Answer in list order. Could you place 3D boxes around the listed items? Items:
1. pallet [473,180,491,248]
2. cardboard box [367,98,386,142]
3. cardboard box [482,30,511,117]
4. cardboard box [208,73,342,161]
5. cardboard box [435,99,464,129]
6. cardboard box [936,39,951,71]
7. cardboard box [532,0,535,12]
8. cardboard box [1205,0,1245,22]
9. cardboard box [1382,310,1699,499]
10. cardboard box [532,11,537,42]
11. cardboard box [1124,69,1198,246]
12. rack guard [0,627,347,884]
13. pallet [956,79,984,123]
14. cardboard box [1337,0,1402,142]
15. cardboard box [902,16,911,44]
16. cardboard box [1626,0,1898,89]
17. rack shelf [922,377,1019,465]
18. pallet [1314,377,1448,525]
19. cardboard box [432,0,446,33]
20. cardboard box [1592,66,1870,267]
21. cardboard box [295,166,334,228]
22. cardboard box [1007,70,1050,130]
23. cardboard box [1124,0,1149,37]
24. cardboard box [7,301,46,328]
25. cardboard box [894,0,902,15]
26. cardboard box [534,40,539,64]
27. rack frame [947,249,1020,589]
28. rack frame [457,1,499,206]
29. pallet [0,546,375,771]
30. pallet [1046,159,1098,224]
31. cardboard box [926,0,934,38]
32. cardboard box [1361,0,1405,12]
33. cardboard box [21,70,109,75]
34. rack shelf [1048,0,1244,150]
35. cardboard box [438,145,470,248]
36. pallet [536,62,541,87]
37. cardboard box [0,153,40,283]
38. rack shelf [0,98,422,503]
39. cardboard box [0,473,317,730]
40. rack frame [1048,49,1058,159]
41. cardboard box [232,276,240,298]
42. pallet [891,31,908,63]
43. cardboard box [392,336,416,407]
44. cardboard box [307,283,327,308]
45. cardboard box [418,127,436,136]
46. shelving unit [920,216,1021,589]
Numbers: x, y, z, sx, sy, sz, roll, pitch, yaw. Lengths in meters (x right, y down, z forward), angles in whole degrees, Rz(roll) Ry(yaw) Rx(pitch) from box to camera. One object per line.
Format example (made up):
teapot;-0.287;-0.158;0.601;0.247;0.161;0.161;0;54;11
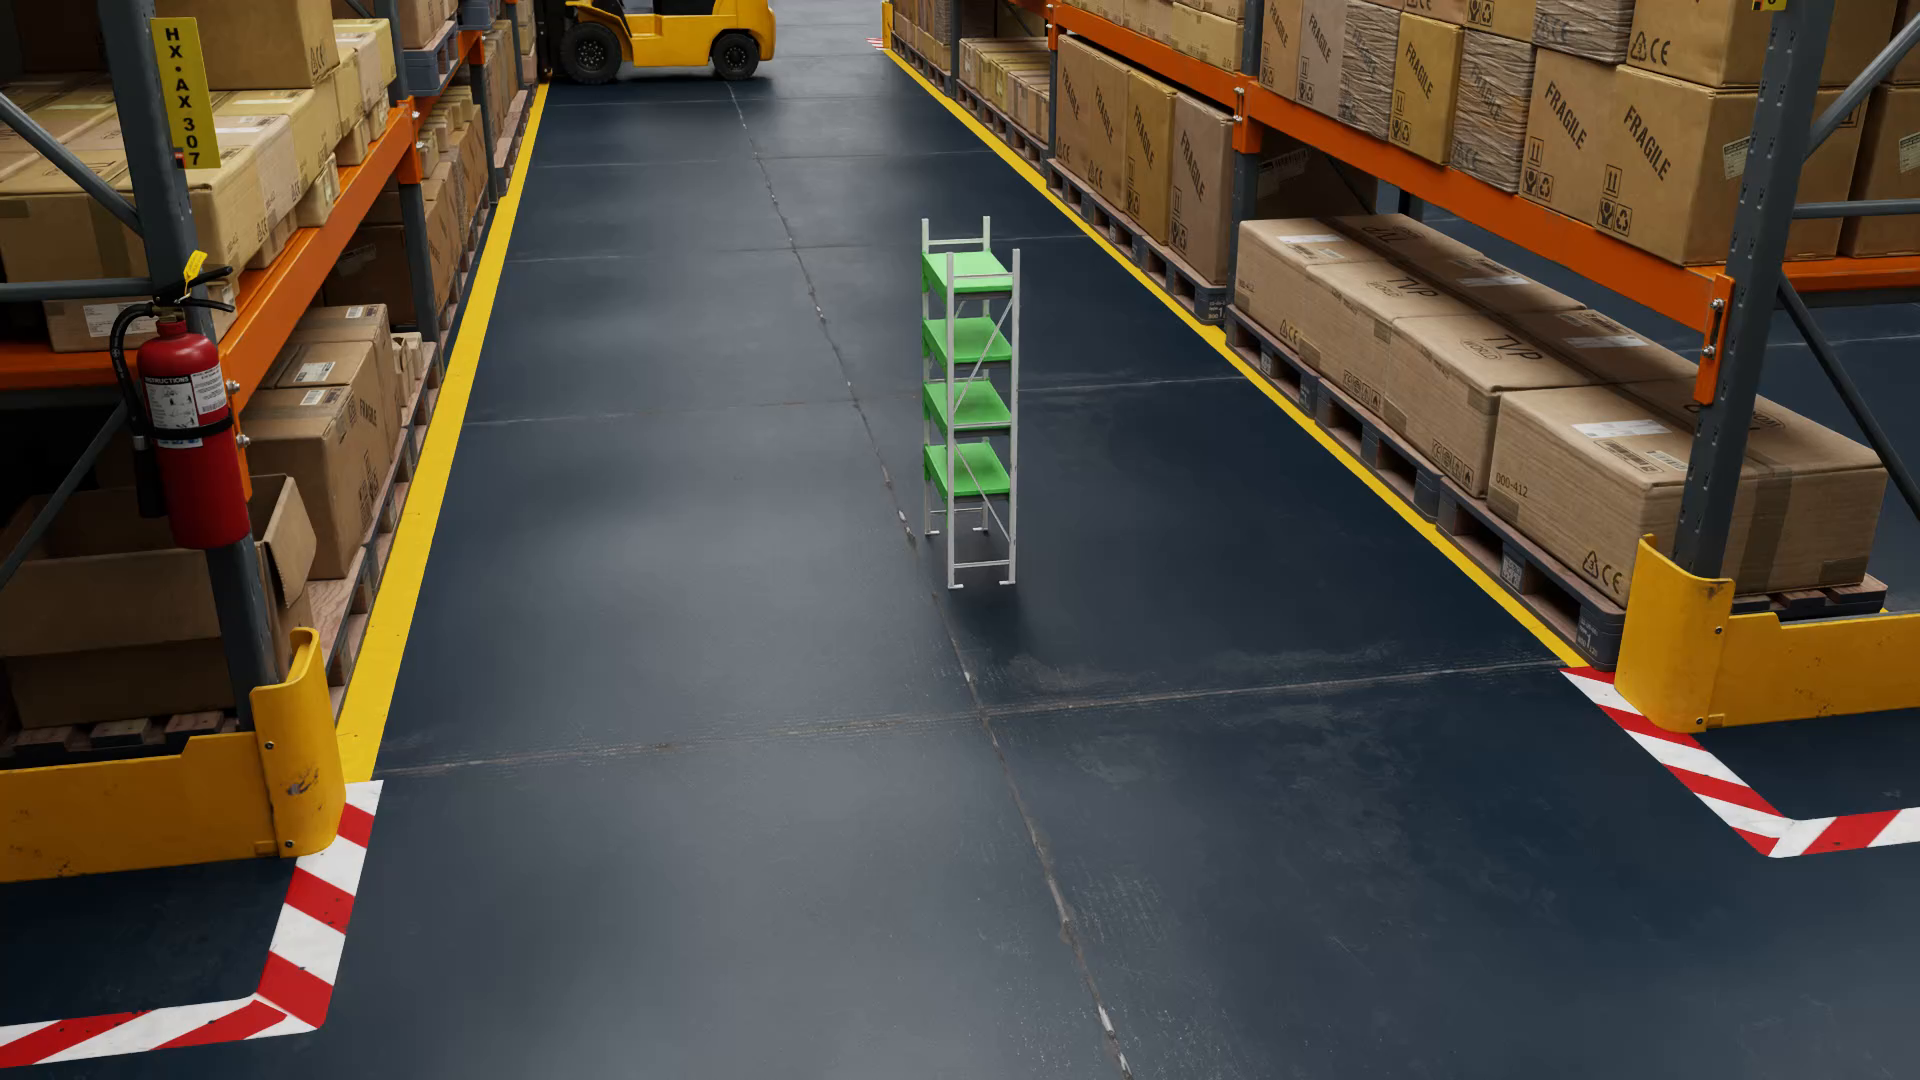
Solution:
pallet;-3.624;-2.119;10.838;1.003;0.211;1.213;-4;24;-10
cardboard box;-2.537;-1.697;6.701;0.380;0.149;0.250;-4;24;-8
cardboard box;-4.221;-3.861;13.784;0.875;0.625;0.625;-5;24;-10
cardboard box;-2.371;-1.410;5.545;0.500;0.250;0.500;-5;24;-11
cardboard box;-3.298;-2.650;10.358;0.380;0.149;0.250;-5;24;-12
cardboard box;0.039;-4.781;16.359;0.500;0.250;0.500;-3;24;-7
cardboard box;-4.434;-5.267;16.224;0.500;0.250;0.500;-3;24;-8
cardboard box;1.572;-2.805;8.487;0.500;0.250;0.500;-4;24;-10
cardboard box;2.234;-0.545;6.427;0.875;0.438;0.875;-4;24;-8
cardboard box;-4.427;-5.038;16.323;0.500;0.250;0.500;-5;24;-10
cardboard box;1.524;-2.300;9.899;0.875;0.875;0.875;-4;24;-8
rack guard;-2.260;0.569;4.323;1.175;0.500;0.348;-4;24;-10
pallet;0.558;-4.051;15.263;1.003;0.211;1.213;-4;24;-10
cardboard box;1.896;-1.936;6.811;0.500;0.500;0.500;-4;24;-9
cardboard box;-0.363;-5.602;18.240;0.500;0.250;0.500;-3;24;-8
cardboard box;2.309;-1.591;4.772;0.500;0.500;0.500;-4;24;-8
rack shelf;0.031;-0.426;5.886;0.258;0.148;0.480;-4;24;-10
pallet;2.185;-0.425;6.960;1.003;0.211;1.213;-4;24;-10
cardboard box;-2.951;-2.769;8.192;0.700;0.500;0.500;-4;24;-9
cardboard box;2.282;-1.131;4.968;0.500;0.500;0.500;-4;24;-9
cardboard box;-2.226;-1.092;5.315;0.380;0.149;0.250;-5;24;-11
cardboard box;0.913;-3.563;13.419;0.950;0.372;0.625;-5;24;-11
cardboard box;1.294;-3.181;9.973;0.500;0.250;0.500;-4;24;-10
cardboard box;-2.557;-0.646;4.296;0.380;0.149;0.250;-4;24;-8
cardboard box;-0.445;-6.138;18.530;0.500;0.500;0.500;-5;24;-12
cardboard box;-4.448;-4.813;16.434;0.500;0.250;0.500;-4;24;-9
rack frame;0.076;-0.389;5.641;0.240;1.200;0.015;-4;24;-10
rack frame;-3.725;-3.693;10.959;1.000;3.000;0.127;-4;24;-10
pallet;-2.408;0.388;5.098;1.003;0.211;1.213;-4;24;-10
pallet;1.224;-2.469;11.638;1.003;0.211;1.213;-4;24;-10
cardboard box;-0.056;-5.324;16.667;0.500;0.500;0.500;-4;24;-9
cardboard box;1.913;-2.386;6.591;0.500;0.500;0.500;-4;24;-9
cardboard box;-2.966;-1.573;5.919;0.500;0.250;0.500;-4;24;-9
rack shelf;1.522;-2.946;10.146;1.077;0.370;4.000;-4;24;-10
cardboard box;-3.140;-1.984;9.643;0.500;0.500;0.500;-5;24;-12
pallet;-4.800;-4.786;16.943;1.003;0.211;1.213;-4;24;-10
cardboard box;-2.592;-0.775;4.094;0.500;0.250;0.500;-4;24;-8
rack shelf;-2.615;-1.004;5.699;1.077;0.370;4.000;-4;24;-10
cardboard box;-2.266;0.157;4.736;0.797;0.503;0.637;-5;24;-12
rack frame;1.152;-4.062;11.803;1.000;3.000;0.127;-4;24;-10
cardboard box;-2.129;-0.678;4.368;0.380;0.149;0.250;-4;24;-8
pallet;-0.197;-5.579;18.760;1.003;0.211;1.213;-4;24;-10
cardboard box;-2.528;-0.722;7.046;0.396;0.266;0.258;-3;24;-8
cardboard box;-3.367;-1.338;8.165;0.500;0.500;0.500;-4;24;-10
cardboard box;-3.172;-2.238;9.414;0.380;0.149;0.250;-4;24;-10
shelving unit;0.031;-0.485;5.861;0.258;1.200;0.503;-4;24;-10
